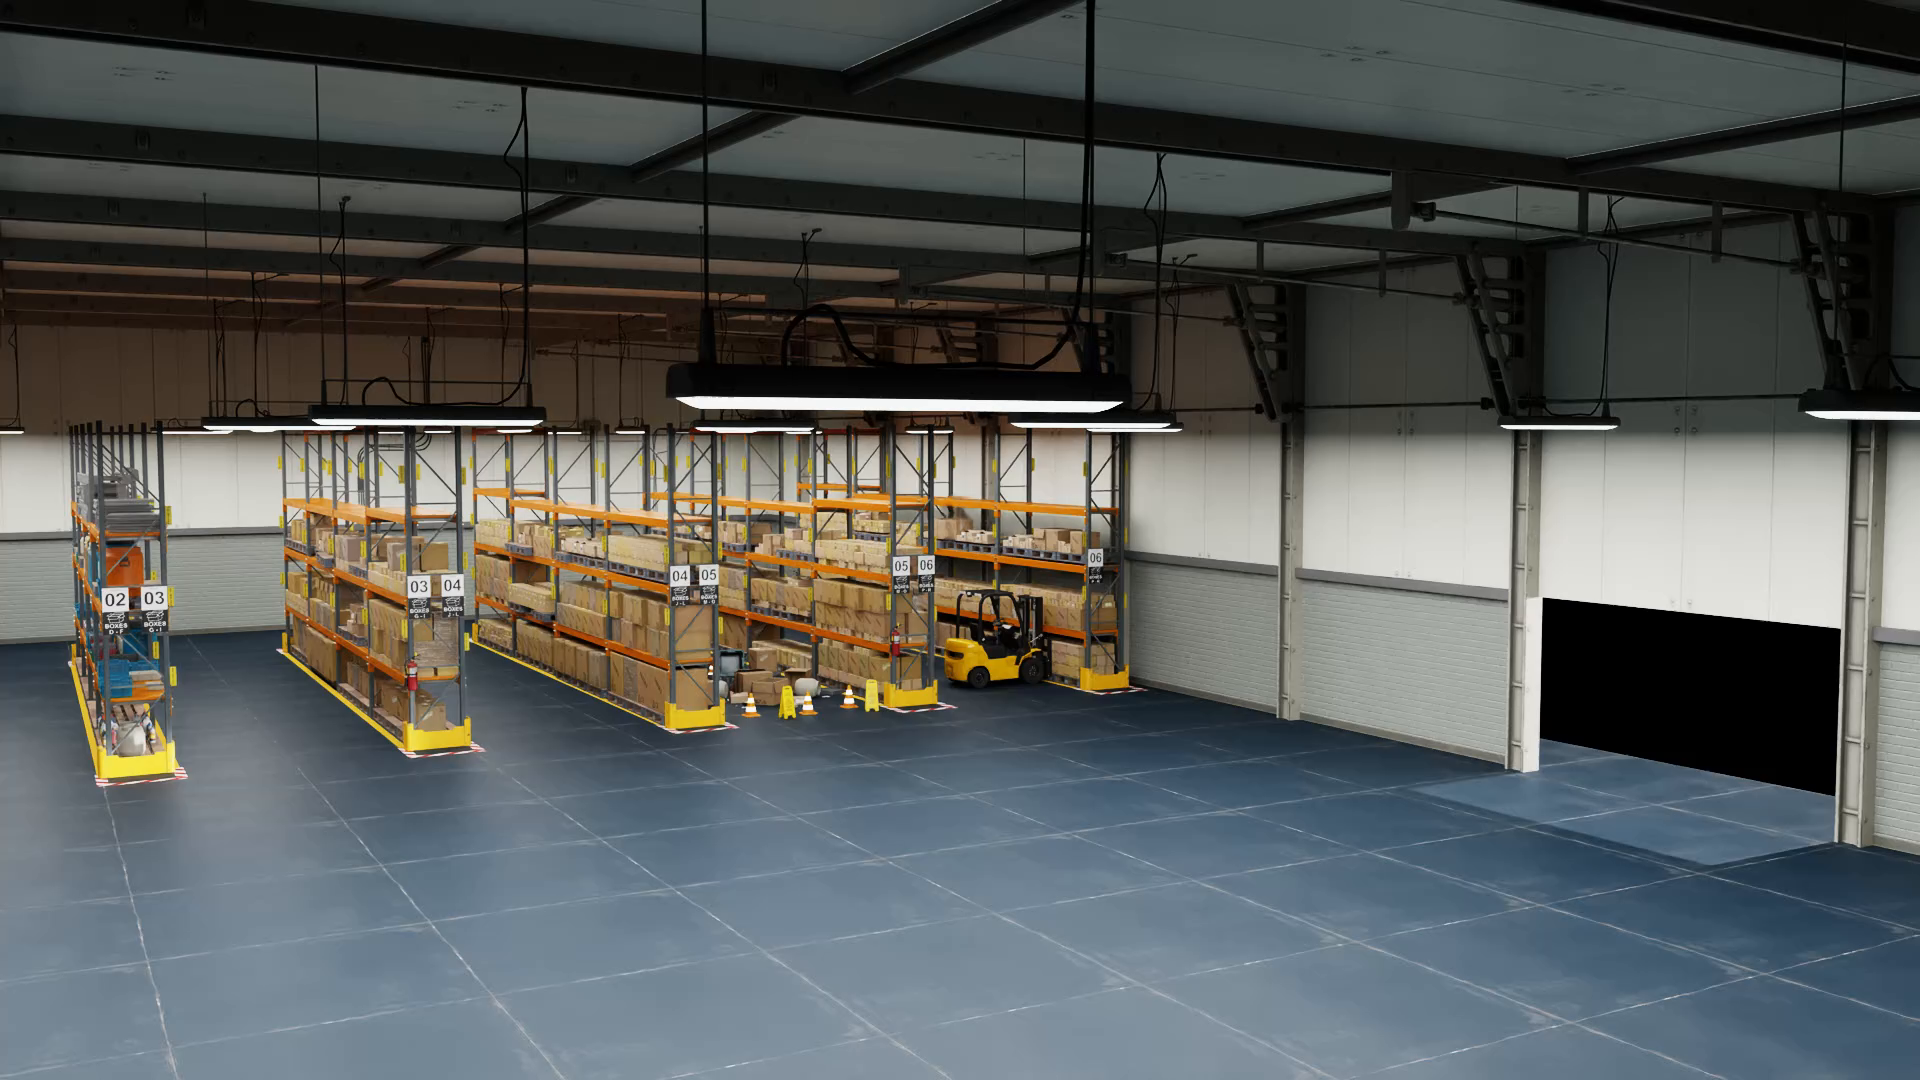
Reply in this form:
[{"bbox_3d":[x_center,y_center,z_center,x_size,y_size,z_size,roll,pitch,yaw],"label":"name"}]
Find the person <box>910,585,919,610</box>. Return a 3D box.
[{"bbox_3d":[-1.269,1.969,42.584,0.498,1.640,0.476,-2,4,-25],"label":"person"}]
